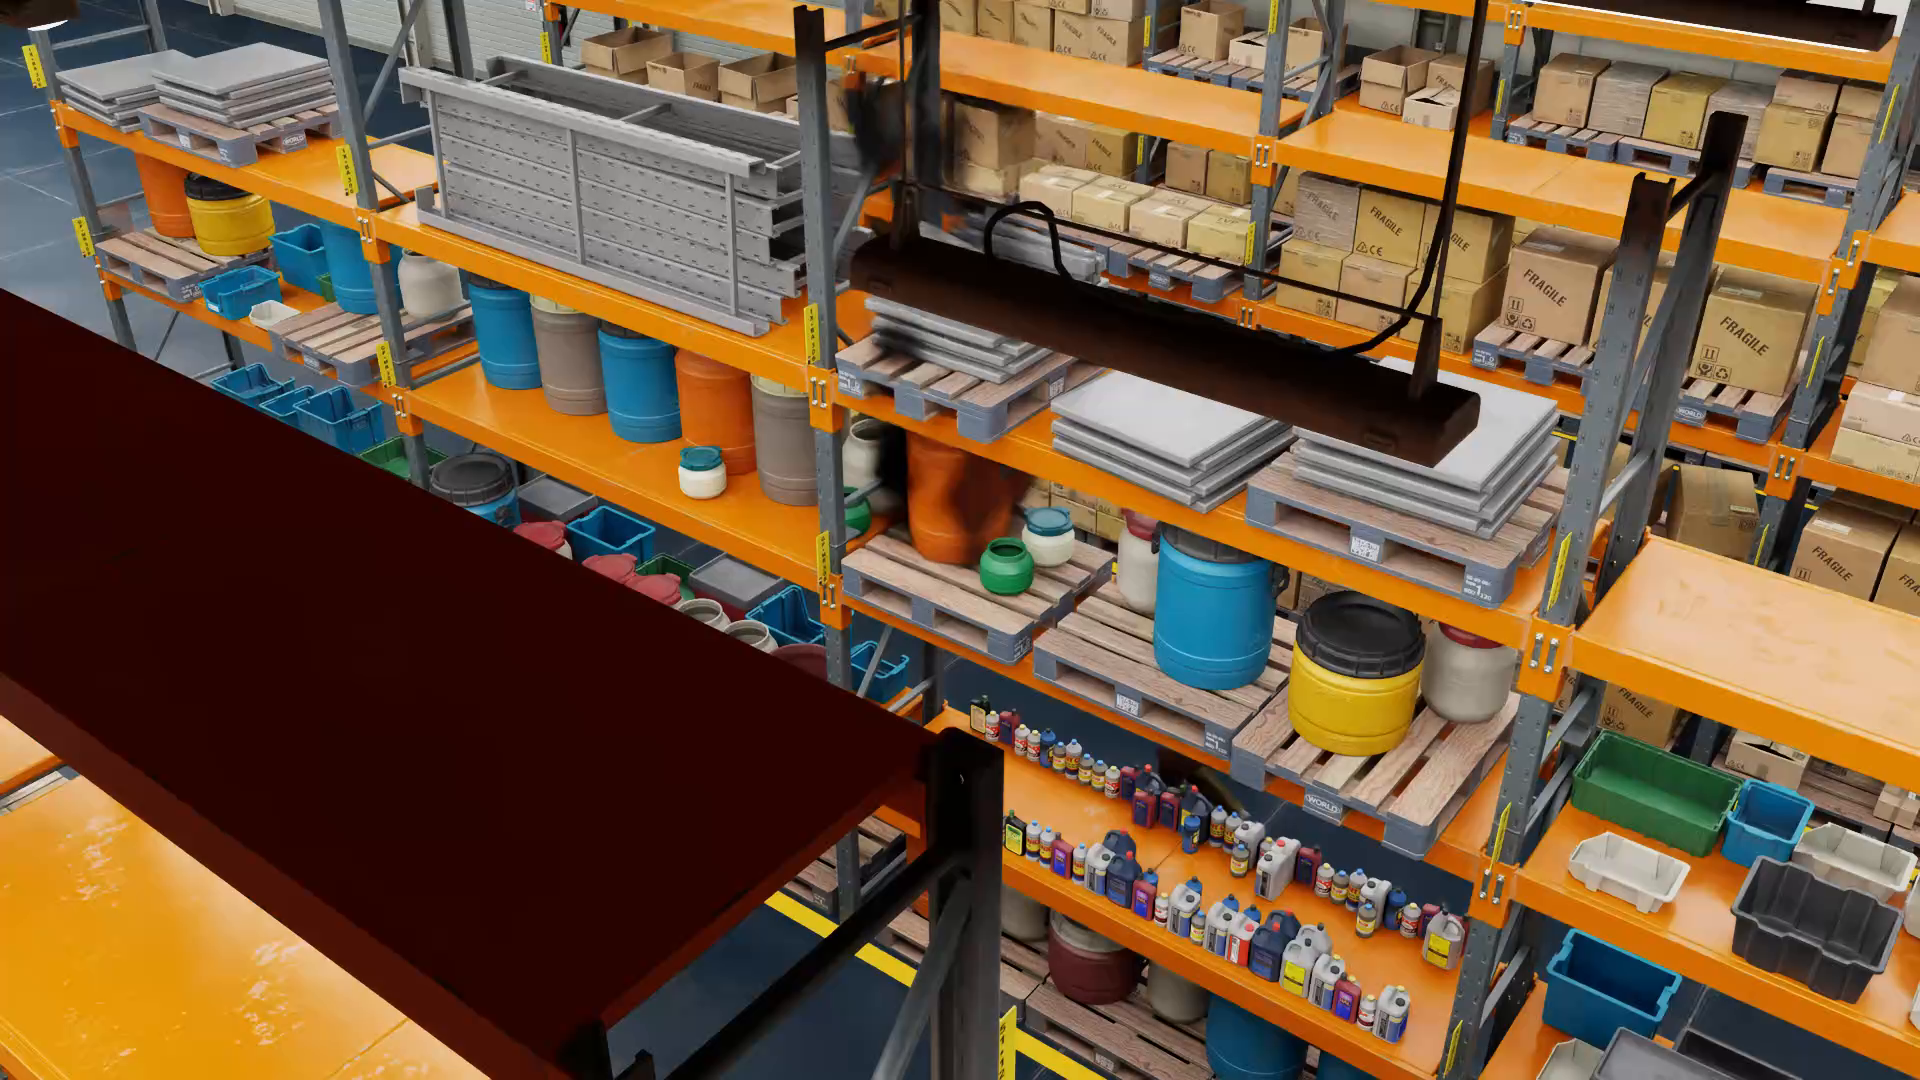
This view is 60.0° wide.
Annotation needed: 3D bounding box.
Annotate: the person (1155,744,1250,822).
[{"bbox_3d":[1.544,1.263,10.989,0.858,1.793,0.710,19,36,28],"label":"person"}]
